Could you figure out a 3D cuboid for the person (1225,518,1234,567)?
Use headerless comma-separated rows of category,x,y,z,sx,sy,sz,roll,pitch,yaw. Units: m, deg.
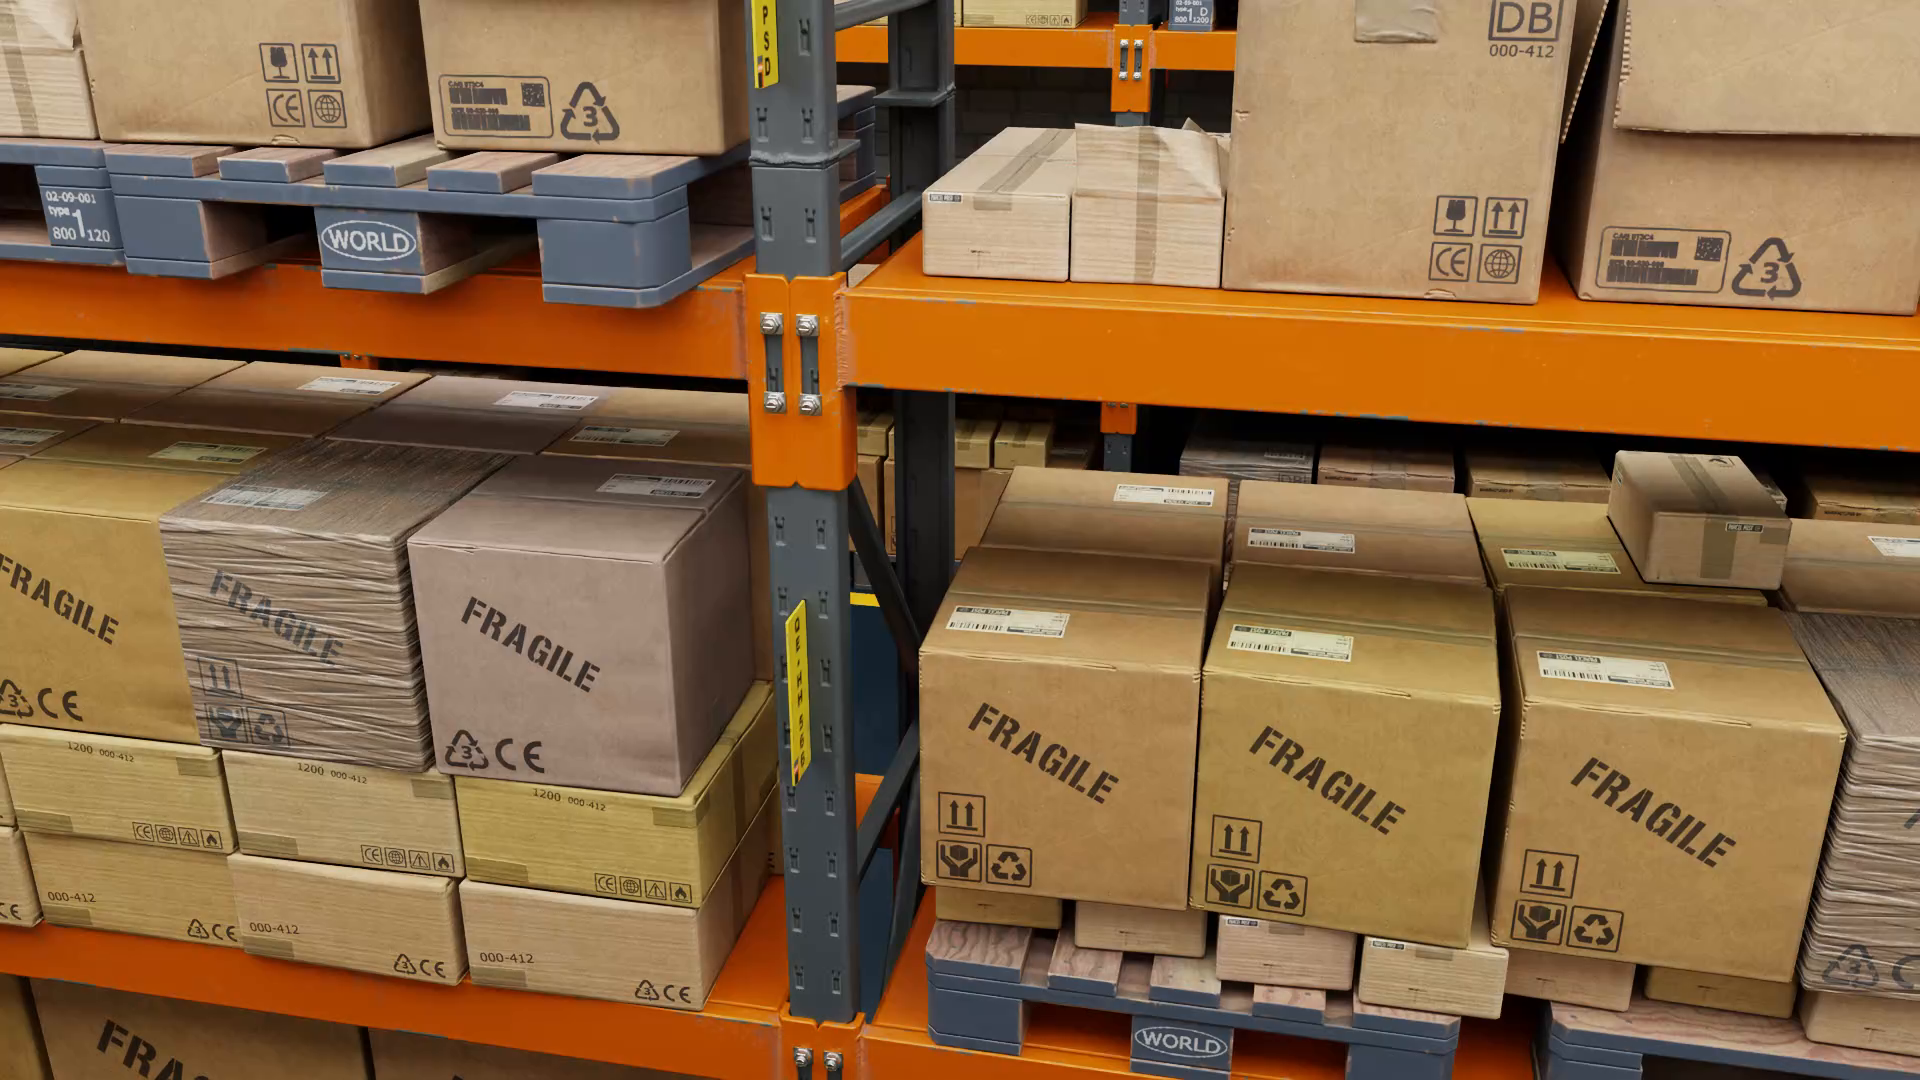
person,0.887,0.344,7.199,0.825,0.896,0.425,2,22,6
